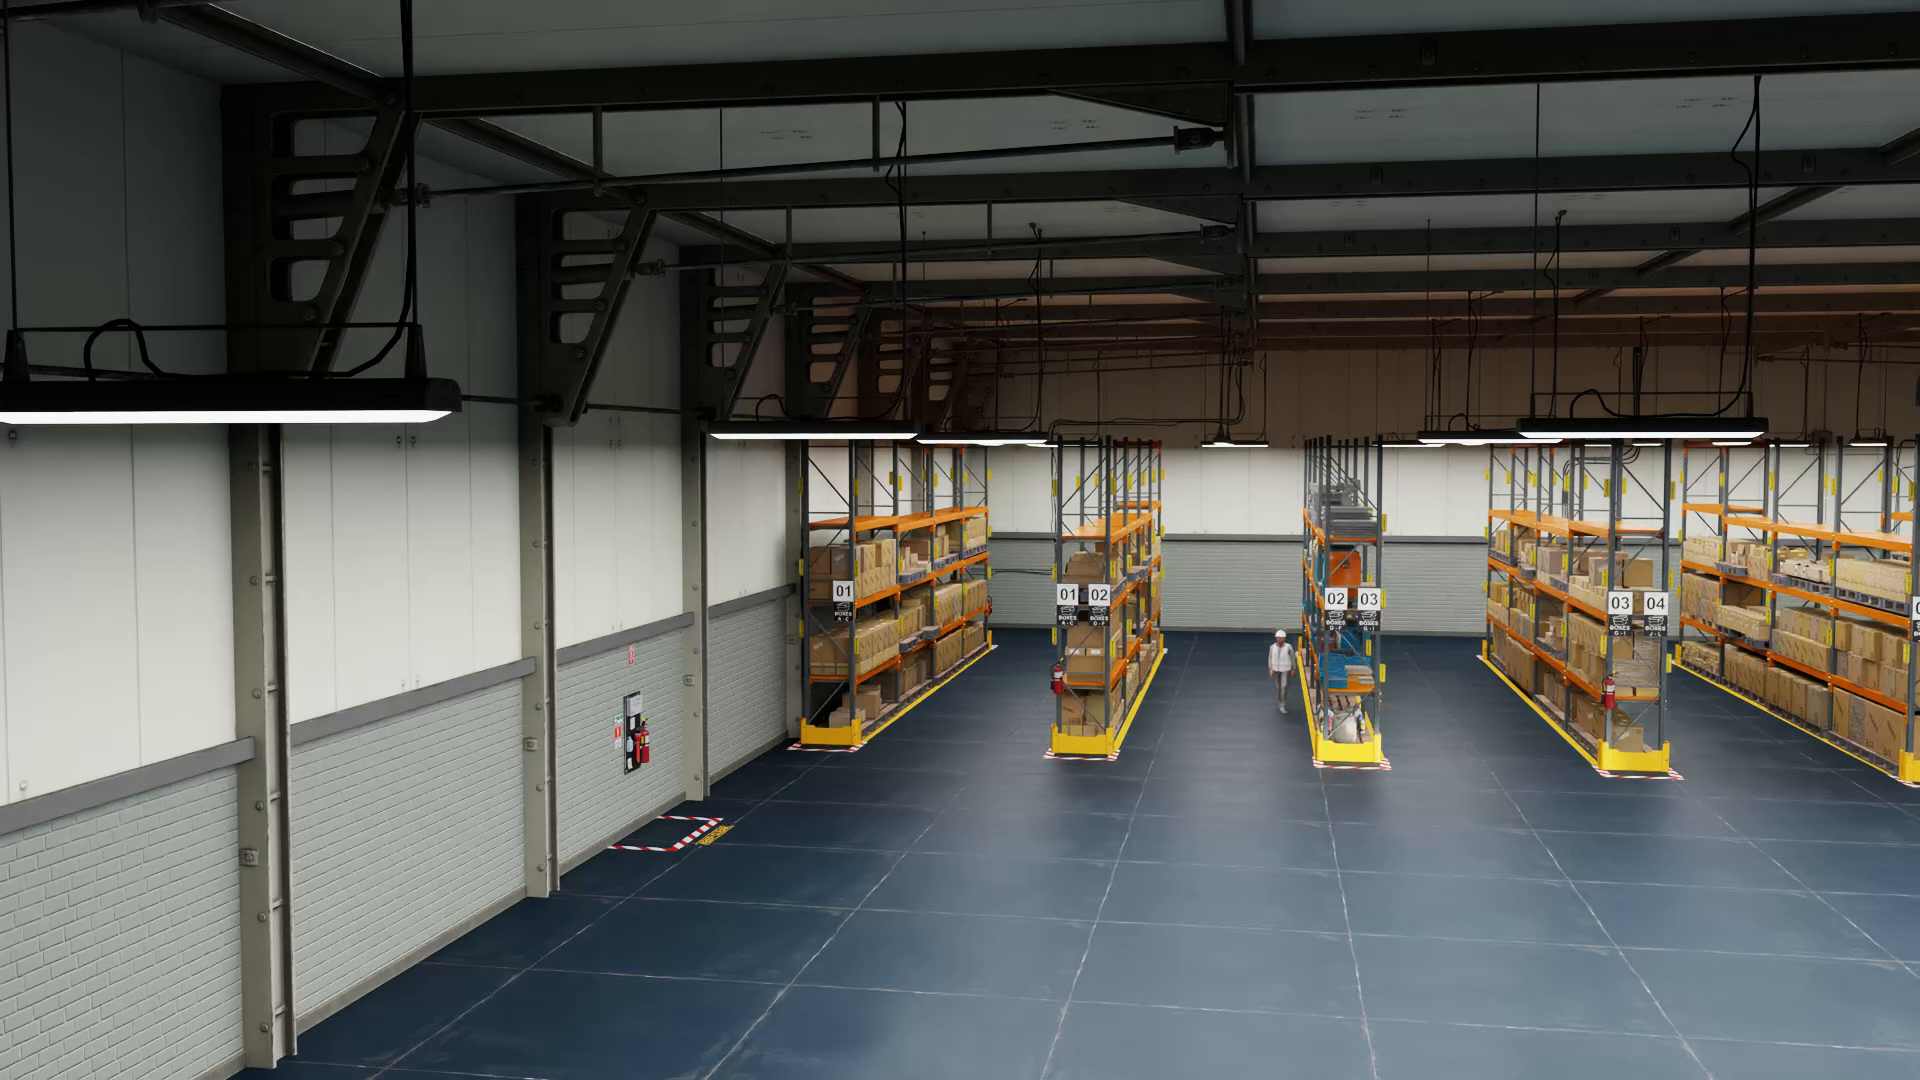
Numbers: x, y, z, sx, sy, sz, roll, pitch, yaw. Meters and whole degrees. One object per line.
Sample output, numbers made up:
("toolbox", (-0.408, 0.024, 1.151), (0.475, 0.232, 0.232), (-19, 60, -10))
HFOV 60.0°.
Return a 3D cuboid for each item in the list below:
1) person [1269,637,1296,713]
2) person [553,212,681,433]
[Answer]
("person", (7.042, 2.885, 36.524), (0.563, 1.685, 0.902), (2, 4, 33))
("person", (7.626, -0.403, 30.043), (25.129, 8.997, 19.237), (0, 3, 4))
